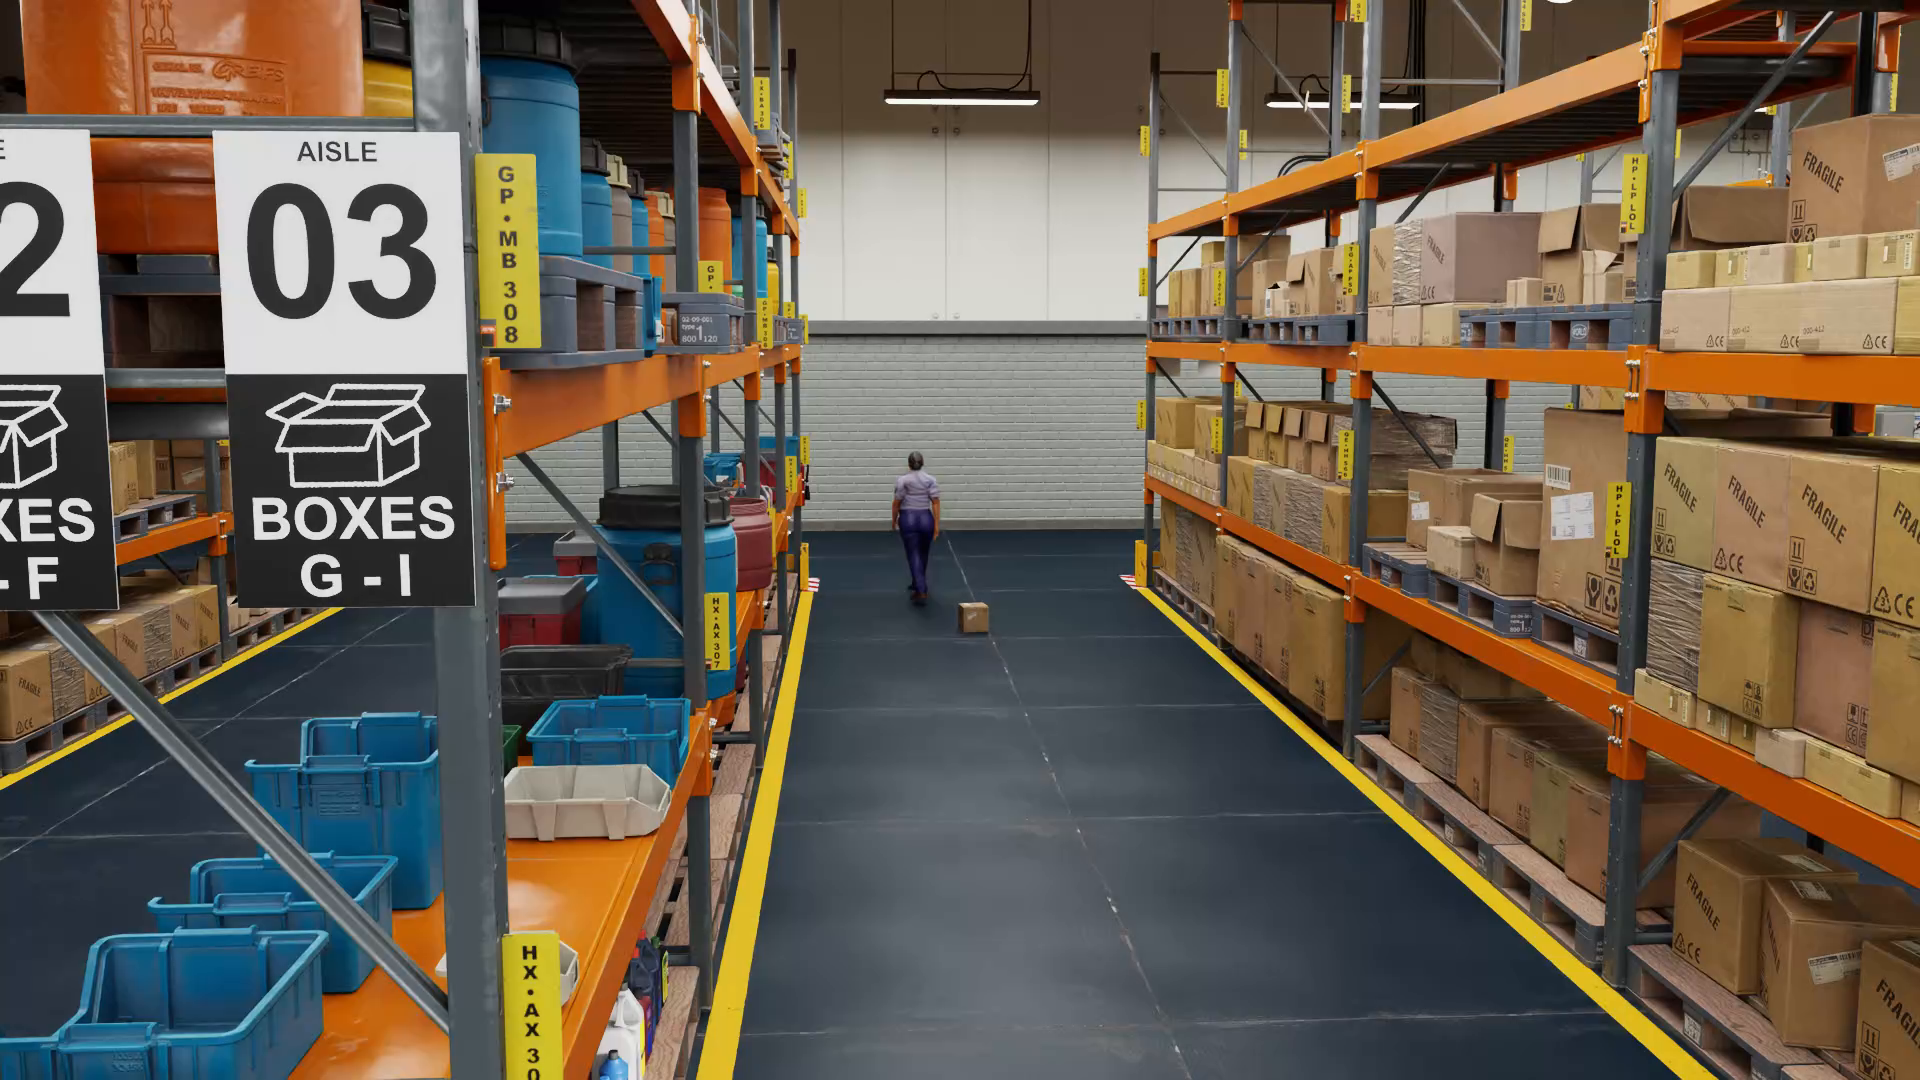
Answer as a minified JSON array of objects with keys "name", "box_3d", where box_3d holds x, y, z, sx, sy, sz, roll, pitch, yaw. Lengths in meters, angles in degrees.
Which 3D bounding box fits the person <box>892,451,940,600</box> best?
[{"name":"person","box_3d":[-0.509,-0.180,18.167,0.495,1.595,0.964,-3,7,-20]}]
